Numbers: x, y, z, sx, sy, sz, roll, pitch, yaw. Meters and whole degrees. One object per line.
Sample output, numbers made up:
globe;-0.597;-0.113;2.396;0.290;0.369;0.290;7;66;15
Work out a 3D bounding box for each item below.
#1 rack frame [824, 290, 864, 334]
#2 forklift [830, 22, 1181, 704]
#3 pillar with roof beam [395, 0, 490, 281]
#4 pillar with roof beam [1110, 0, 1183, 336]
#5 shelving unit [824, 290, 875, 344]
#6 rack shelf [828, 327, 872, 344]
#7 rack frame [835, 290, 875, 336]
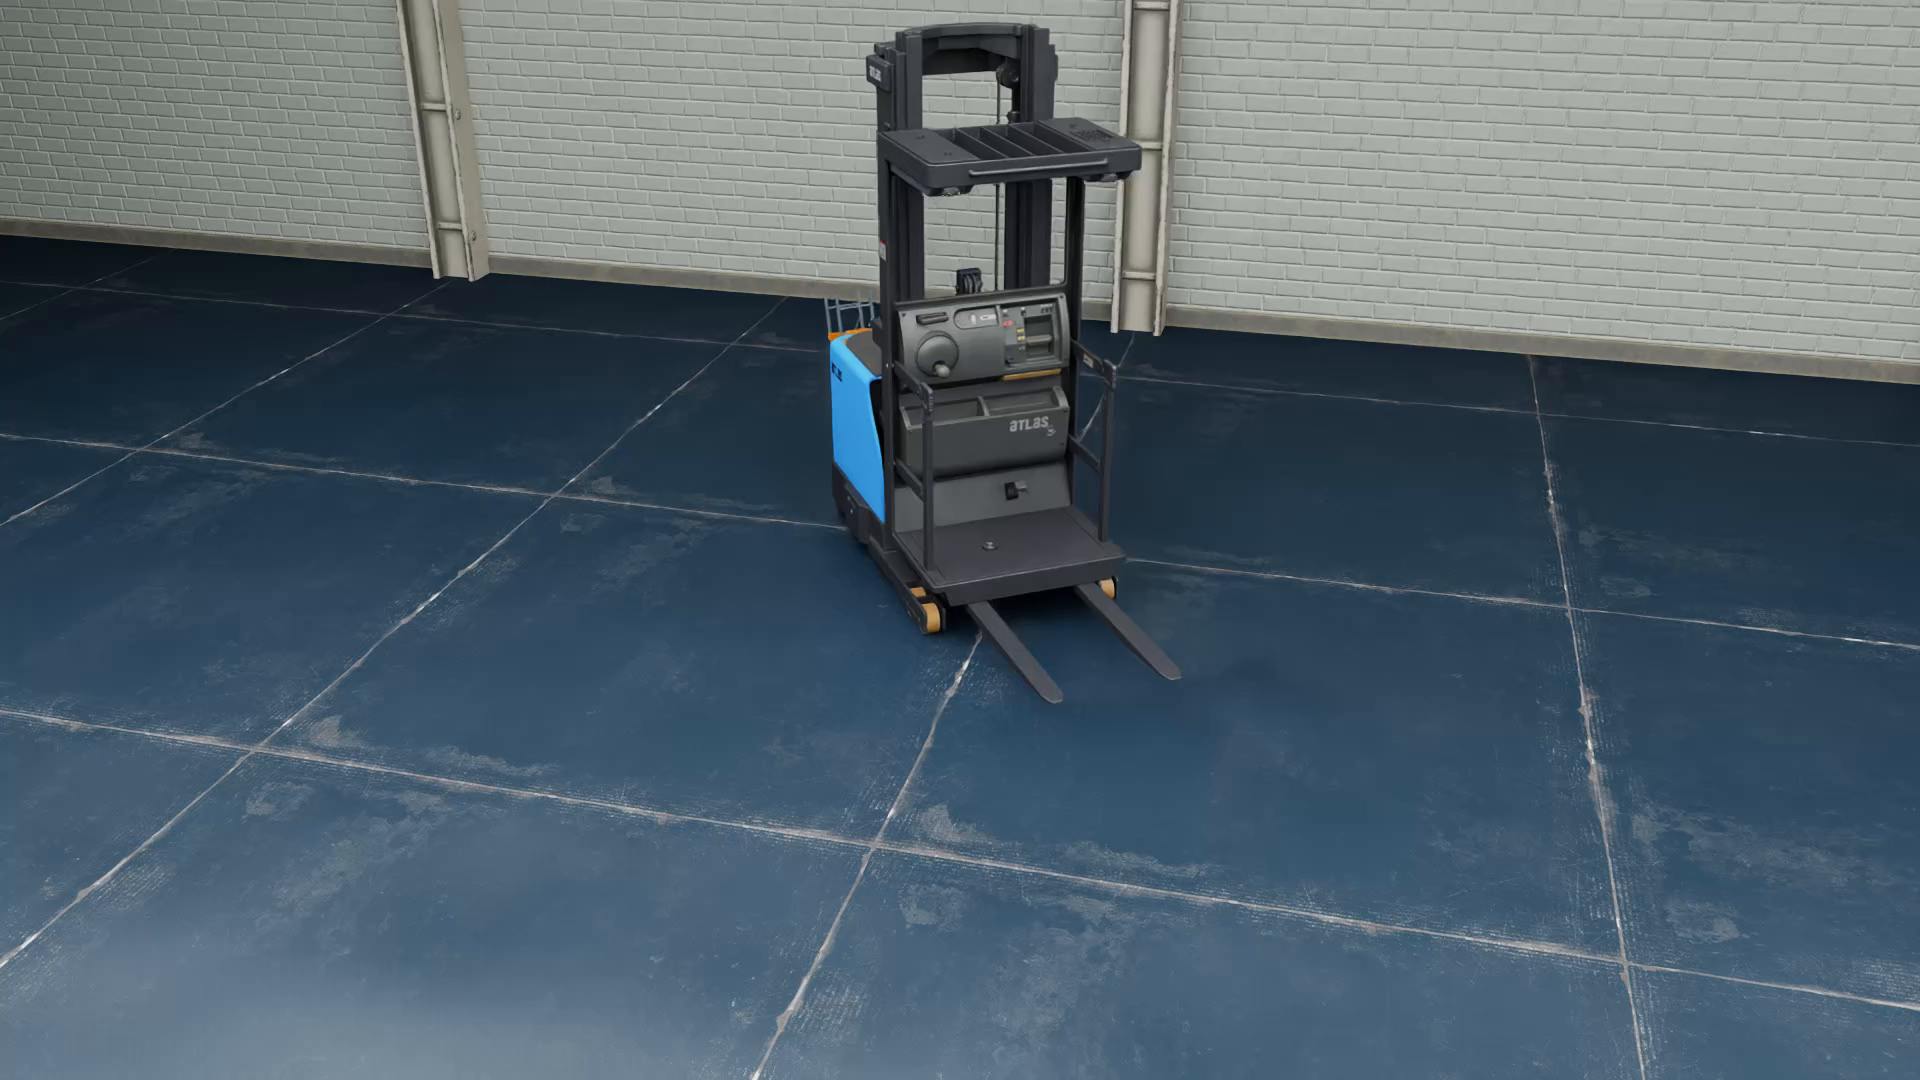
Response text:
rack frame;-0.663;-0.946;10.381;0.240;1.200;0.006;-12;14;-24
forklift;0.209;-1.031;8.505;1.130;2.935;3.031;-9;27;-18
pillar with roof beam;-5.457;-4.609;8.962;0.400;9.000;9.100;6;26;13
pillar with roof beam;0.353;-3.967;7.613;0.400;9.000;9.100;6;26;13
shelving unit;-0.622;-0.932;10.300;0.258;1.200;0.189;-12;14;-24
rack shelf;-0.658;-1.238;10.230;0.258;0.103;0.180;-12;14;-24
rack frame;-0.582;-0.919;10.219;0.240;1.200;0.006;-12;14;-24
